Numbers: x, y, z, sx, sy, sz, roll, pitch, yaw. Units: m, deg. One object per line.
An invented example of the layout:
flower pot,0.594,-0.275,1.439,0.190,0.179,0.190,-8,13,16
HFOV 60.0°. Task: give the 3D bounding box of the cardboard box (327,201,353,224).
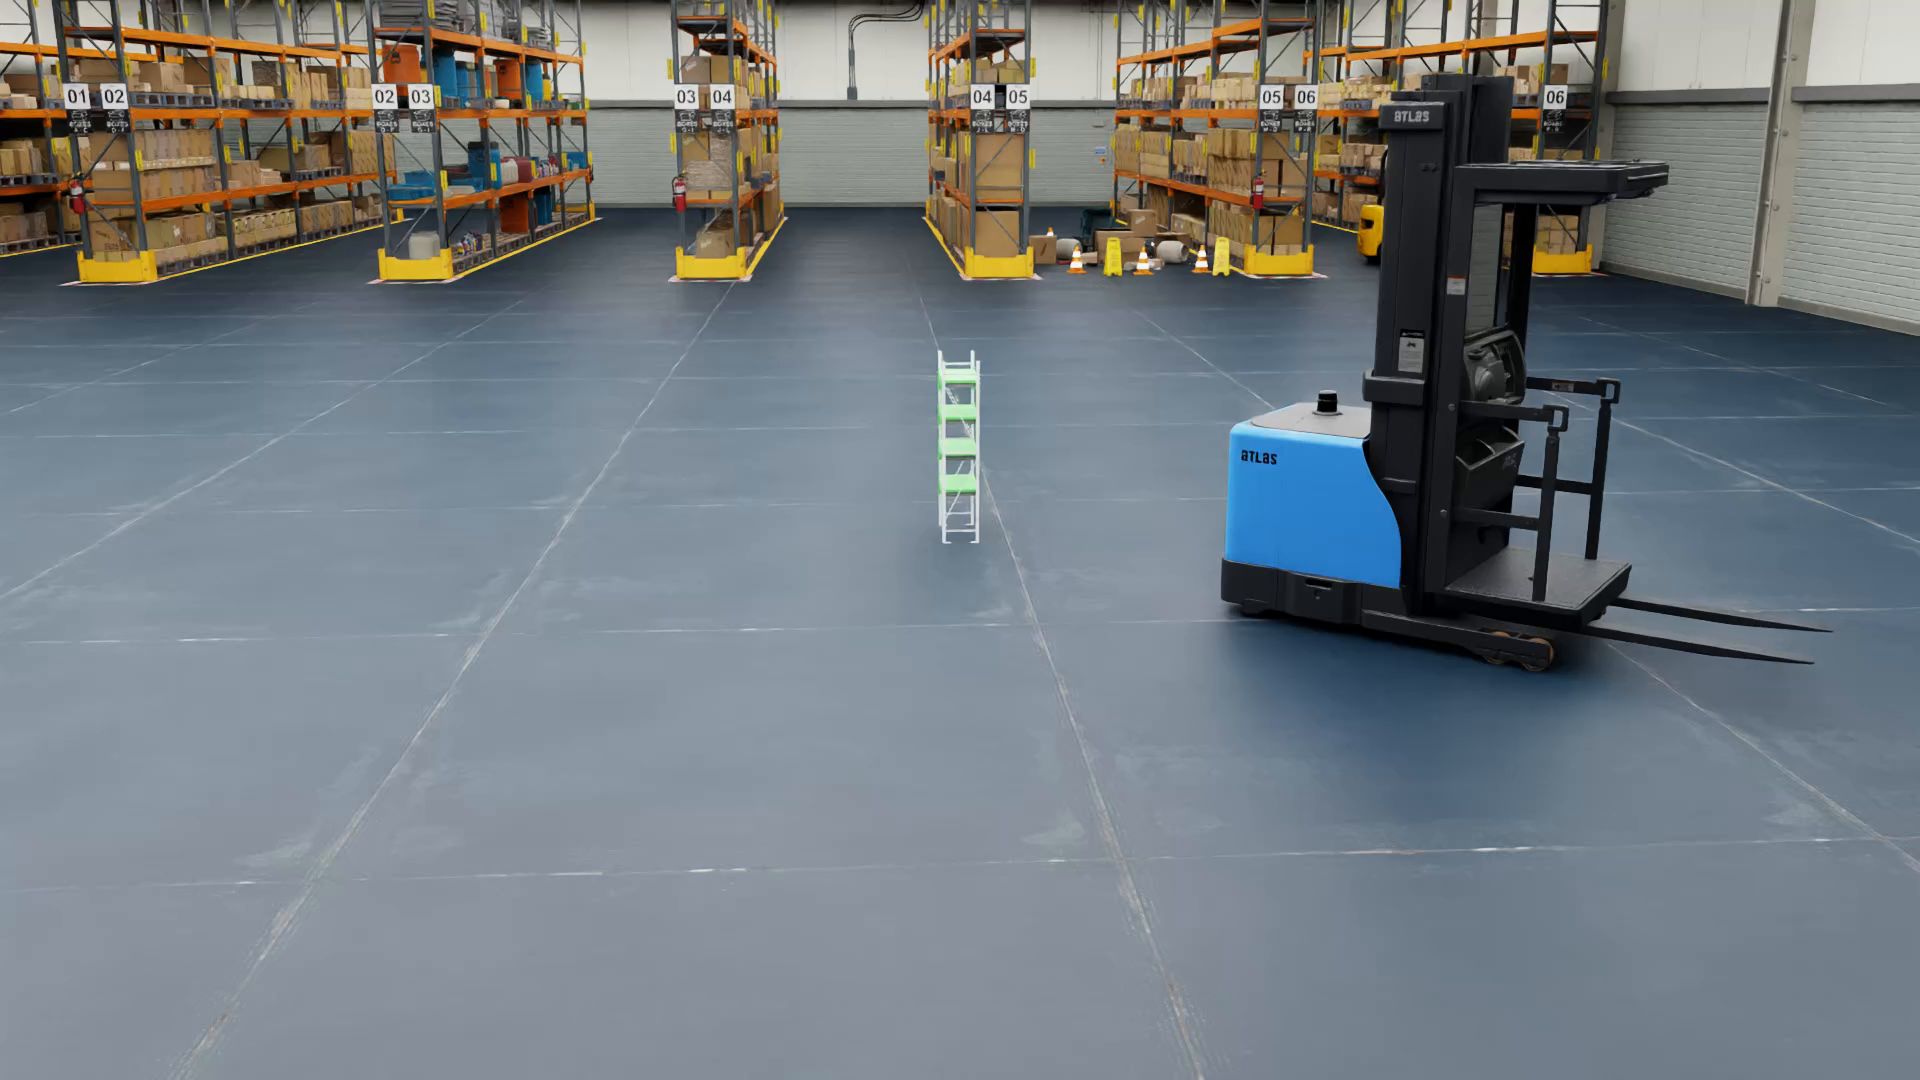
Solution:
cardboard box,-14.595,-7.699,39.063,0.500,0.500,0.500,-1,14,-4

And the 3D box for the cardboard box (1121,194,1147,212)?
cardboard box,4.760,-8.915,43.953,0.875,0.438,0.875,-1,14,-5

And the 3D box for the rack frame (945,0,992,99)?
rack frame,0.181,-10.929,35.443,1.000,3.000,0.127,-1,14,-3

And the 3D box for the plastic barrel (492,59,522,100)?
plastic barrel,-9.752,-9.901,35.763,0.600,0.830,0.708,-1,14,-3

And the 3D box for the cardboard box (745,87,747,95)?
cardboard box,-4.220,-8.474,31.423,0.380,0.149,0.250,0,14,-2

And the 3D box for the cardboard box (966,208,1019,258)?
cardboard box,0.569,-5.376,29.322,0.875,0.875,0.875,-1,14,-3

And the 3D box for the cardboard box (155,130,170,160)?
cardboard box,-14.257,-6.893,28.992,0.700,0.500,0.500,-1,14,-3

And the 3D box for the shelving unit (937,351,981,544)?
shelving unit,-0.010,-0.622,11.037,0.258,1.200,0.503,-1,14,-3

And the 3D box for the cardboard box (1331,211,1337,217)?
cardboard box,9.494,-8.154,41.577,0.380,0.149,0.250,-1,14,-5

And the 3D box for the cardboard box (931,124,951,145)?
cardboard box,-0.469,-10.192,41.816,0.500,0.500,0.500,-1,14,-5

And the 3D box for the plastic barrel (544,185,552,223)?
plastic barrel,-9.950,-7.942,39.242,0.600,0.901,0.708,-1,14,-3

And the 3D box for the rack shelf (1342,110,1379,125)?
rack shelf,9.945,-9.804,38.536,1.077,0.370,4.000,-1,14,-3

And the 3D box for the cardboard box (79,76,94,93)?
cardboard box,-19.811,-10.094,37.133,0.700,0.500,0.500,-1,14,-4

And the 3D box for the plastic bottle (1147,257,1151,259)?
plastic bottle,3.571,-5.357,31.725,0.133,0.061,0.283,2,15,6

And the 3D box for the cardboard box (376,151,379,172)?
cardboard box,-14.799,-9.498,41.720,0.500,0.500,0.500,-1,14,-3

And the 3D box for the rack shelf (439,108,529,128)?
rack shelf,-9.595,-8.502,33.476,1.077,0.370,4.000,-1,14,-3

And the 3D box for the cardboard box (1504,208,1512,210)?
cardboard box,10.605,-6.193,31.743,0.500,0.250,0.500,-1,14,-3

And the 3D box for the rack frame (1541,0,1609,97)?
rack frame,10.565,-9.118,28.407,1.000,3.000,0.127,-1,14,-3

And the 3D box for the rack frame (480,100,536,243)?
rack frame,-9.719,-7.896,35.694,1.000,3.000,0.127,-1,14,-3

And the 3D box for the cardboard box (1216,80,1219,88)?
cardboard box,5.102,-8.700,31.704,0.380,0.149,0.250,0,14,-2

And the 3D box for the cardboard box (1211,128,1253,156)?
cardboard box,5.184,-7.567,31.612,0.700,0.500,0.500,-1,14,-3

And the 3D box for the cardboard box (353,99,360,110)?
cardboard box,-14.721,-10.444,39.880,0.500,0.250,0.500,-1,14,-3

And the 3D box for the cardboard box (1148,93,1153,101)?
cardboard box,4.596,-10.343,38.811,0.380,0.166,0.250,-2,15,-7

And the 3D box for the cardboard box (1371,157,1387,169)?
cardboard box,9.681,-8.591,37.854,0.500,0.250,0.500,-2,15,-6

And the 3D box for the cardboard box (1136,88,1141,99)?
cardboard box,4.508,-10.913,40.628,0.396,0.266,0.258,0,14,-2

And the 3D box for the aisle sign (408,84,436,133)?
aisle sign,-8.927,-7.152,27.585,0.394,0.787,0.004,-1,14,-3

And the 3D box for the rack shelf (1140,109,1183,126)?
rack shelf,4.991,-9.727,38.234,1.077,0.370,4.000,-1,14,-3

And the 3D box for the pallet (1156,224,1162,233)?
pallet,5.069,-7.275,38.876,1.003,0.211,1.213,-1,14,-3

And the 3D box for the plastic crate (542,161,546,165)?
plastic crate,-10.428,-9.365,41.619,0.416,0.233,0.300,-1,14,-3

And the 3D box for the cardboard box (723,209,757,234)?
cardboard box,-4.714,-6.808,35.601,0.700,0.500,0.500,-2,15,-6

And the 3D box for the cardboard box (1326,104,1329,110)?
cardboard box,9.464,-10.932,41.979,0.380,0.149,0.250,-1,14,-3

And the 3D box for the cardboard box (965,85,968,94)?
cardboard box,0.286,-7.821,28.844,0.380,0.149,0.250,-1,14,-3

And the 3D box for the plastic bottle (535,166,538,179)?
plastic bottle,-9.429,-8.158,36.948,0.061,0.283,0.133,-1,14,-3

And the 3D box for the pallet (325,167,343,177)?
pallet,-14.971,-8.521,38.511,1.003,0.211,1.213,-1,14,-3

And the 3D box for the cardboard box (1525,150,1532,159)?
cardboard box,10.286,-6.866,29.594,0.380,0.149,0.250,-1,14,-3

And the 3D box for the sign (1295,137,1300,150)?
sign,9.032,-10.603,44.479,0.100,0.325,0.005,-1,14,-3

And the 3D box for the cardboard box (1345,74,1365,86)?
cardboard box,9.491,-11.045,39.945,0.396,0.266,0.258,-1,14,-4

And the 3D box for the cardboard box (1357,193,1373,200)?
cardboard box,9.730,-8.212,39.794,0.380,0.149,0.250,-1,14,-4

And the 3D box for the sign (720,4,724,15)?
sign,-5.579,-12.399,38.964,0.100,0.325,0.005,-1,14,-3

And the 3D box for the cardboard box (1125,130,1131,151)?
cardboard box,4.475,-10.143,42.222,0.500,0.500,0.500,-1,14,-3

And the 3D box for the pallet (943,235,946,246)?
pallet,0.154,-6.476,35.772,1.003,0.211,1.213,-1,14,-3

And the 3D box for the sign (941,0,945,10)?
sign,-0.360,-11.409,35.275,0.100,0.325,0.005,-1,14,-3

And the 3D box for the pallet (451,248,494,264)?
pallet,-9.471,-5.383,31.523,1.003,0.211,1.213,-1,14,-3

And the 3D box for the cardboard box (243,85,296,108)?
cardboard box,-14.724,-9.429,35.434,0.910,0.500,0.500,-1,14,-3

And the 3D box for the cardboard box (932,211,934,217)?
cardboard box,-0.496,-8.191,41.719,0.380,0.149,0.250,-1,14,-4

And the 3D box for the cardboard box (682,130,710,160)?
cardboard box,-4.561,-6.792,28.601,0.500,0.500,0.500,-1,14,-3

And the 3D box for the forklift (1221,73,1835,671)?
forklift,2.983,-0.904,8.657,3.031,2.935,1.130,10,17,33

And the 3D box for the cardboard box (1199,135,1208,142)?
cardboard box,5.053,-8.123,33.634,0.380,0.149,0.250,-1,14,-5

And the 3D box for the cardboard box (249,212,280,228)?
cardboard box,-14.318,-6.582,34.139,0.500,0.311,0.500,-1,14,-4

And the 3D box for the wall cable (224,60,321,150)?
wall cable,-20.097,-12.546,47.960,3.097,2.526,0.112,-1,14,-3

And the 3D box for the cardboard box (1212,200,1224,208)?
cardboard box,5.078,-6.496,32.124,0.380,0.149,0.250,-1,14,-3

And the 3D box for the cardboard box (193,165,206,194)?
cardboard box,-14.343,-6.632,30.583,0.700,0.500,0.500,-1,14,-4

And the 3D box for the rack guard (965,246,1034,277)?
rack guard,0.678,-4.817,28.746,1.175,0.500,0.348,-1,14,-3

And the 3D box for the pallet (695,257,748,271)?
pallet,-4.300,-4.854,29.466,1.003,0.211,1.213,-1,14,-3

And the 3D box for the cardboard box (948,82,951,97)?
cardboard box,0.006,-9.501,35.050,0.500,0.311,0.500,-1,14,-3

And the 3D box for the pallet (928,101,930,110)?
pallet,-0.135,-10.225,39.104,1.213,0.211,1.003,-1,14,-3
